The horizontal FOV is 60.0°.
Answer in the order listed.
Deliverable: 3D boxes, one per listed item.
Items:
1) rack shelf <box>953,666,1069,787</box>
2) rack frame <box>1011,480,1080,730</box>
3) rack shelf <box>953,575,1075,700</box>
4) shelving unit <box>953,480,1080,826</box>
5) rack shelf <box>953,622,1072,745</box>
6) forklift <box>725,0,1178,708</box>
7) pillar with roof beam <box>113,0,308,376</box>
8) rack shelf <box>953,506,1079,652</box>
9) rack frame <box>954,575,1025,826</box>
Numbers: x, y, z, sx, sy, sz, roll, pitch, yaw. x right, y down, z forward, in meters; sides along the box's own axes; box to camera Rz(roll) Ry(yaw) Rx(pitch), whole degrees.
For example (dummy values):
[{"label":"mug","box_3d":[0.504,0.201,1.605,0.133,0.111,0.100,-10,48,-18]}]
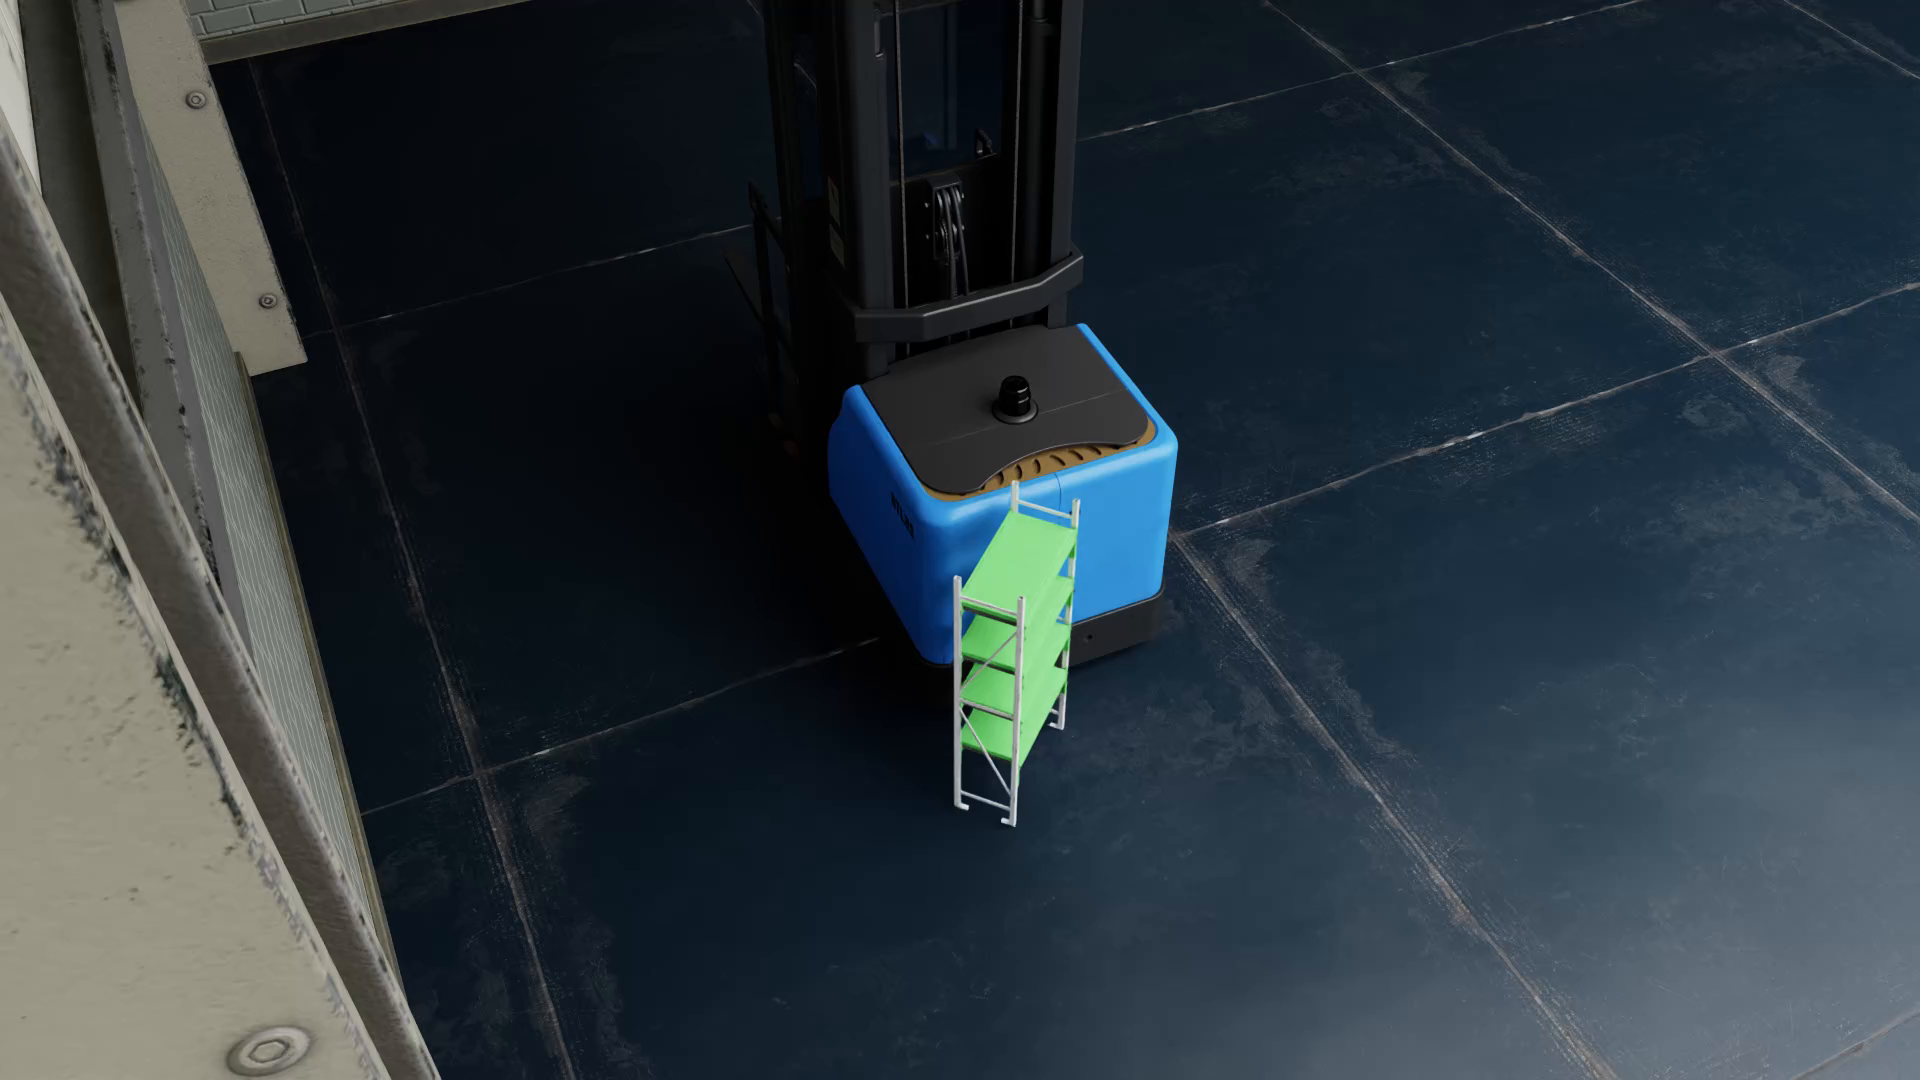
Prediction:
[{"label":"rack shelf","box_3d":[0.189,0.638,6.050,0.258,0.148,0.480,17,47,16]},{"label":"rack frame","box_3d":[0.286,0.264,5.997,0.240,1.200,0.015,17,47,16]},{"label":"rack shelf","box_3d":[0.189,0.296,5.714,0.258,0.148,0.480,17,47,16]},{"label":"shelving unit","box_3d":[0.189,0.421,5.837,0.258,1.200,0.503,17,47,16]},{"label":"rack shelf","box_3d":[0.189,0.467,5.882,0.258,0.148,0.480,17,47,16]},{"label":"forklift","box_3d":[-0.252,-1.446,6.497,1.130,2.935,3.031,-17,47,-17]},{"label":"pillar with roof beam","box_3d":[0.550,-5.414,6.199,9.100,9.000,0.400,-18,47,-17]},{"label":"rack shelf","box_3d":[0.189,0.125,5.545,0.258,0.148,0.480,17,47,16]},{"label":"rack frame","box_3d":[0.092,0.578,5.678,0.240,1.200,0.015,17,47,16]}]
